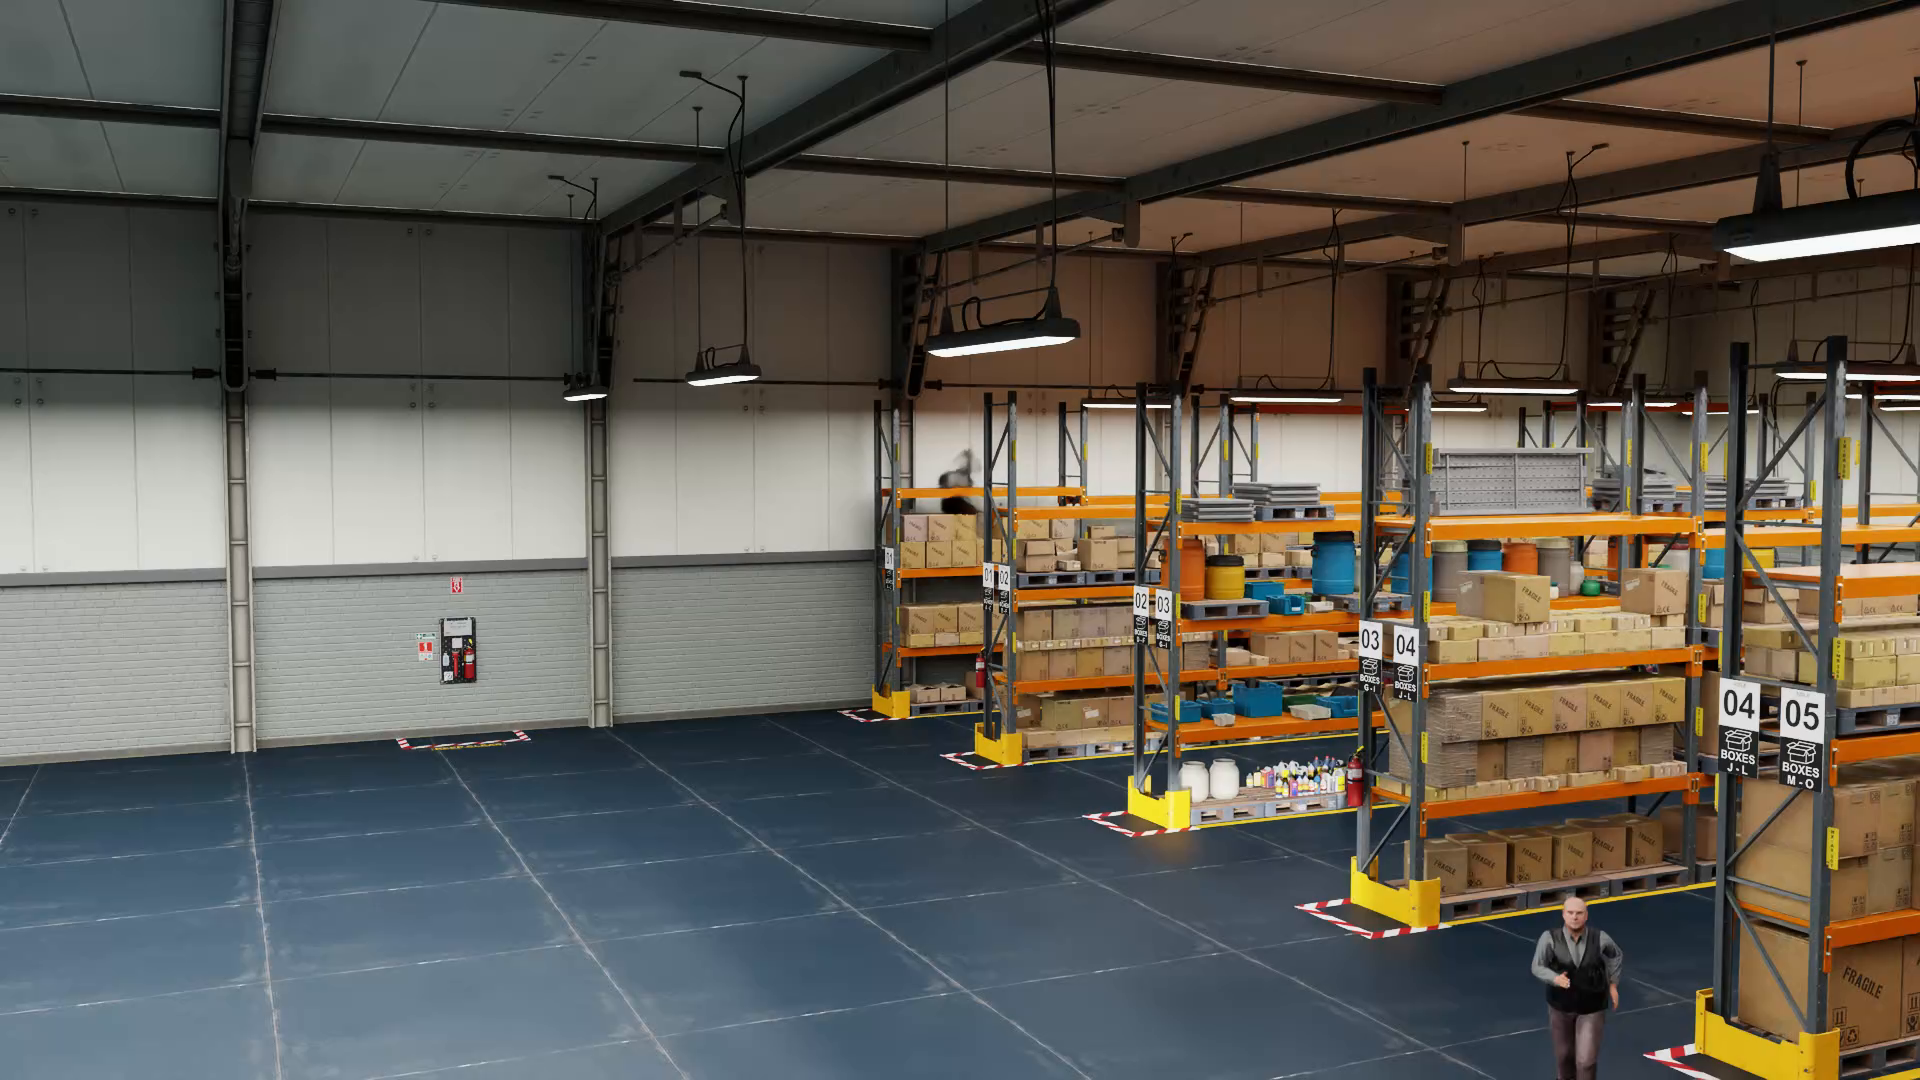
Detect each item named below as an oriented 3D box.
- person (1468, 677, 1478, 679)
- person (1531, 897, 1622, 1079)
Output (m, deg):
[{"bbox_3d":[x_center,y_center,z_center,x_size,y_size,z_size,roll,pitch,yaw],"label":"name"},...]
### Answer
[{"bbox_3d":[8.368,2.726,26.967,0.569,1.721,0.661,-1,4,-21],"label":"person"},{"bbox_3d":[4.643,3.572,12.552,0.621,1.782,0.848,2,4,25],"label":"person"}]
